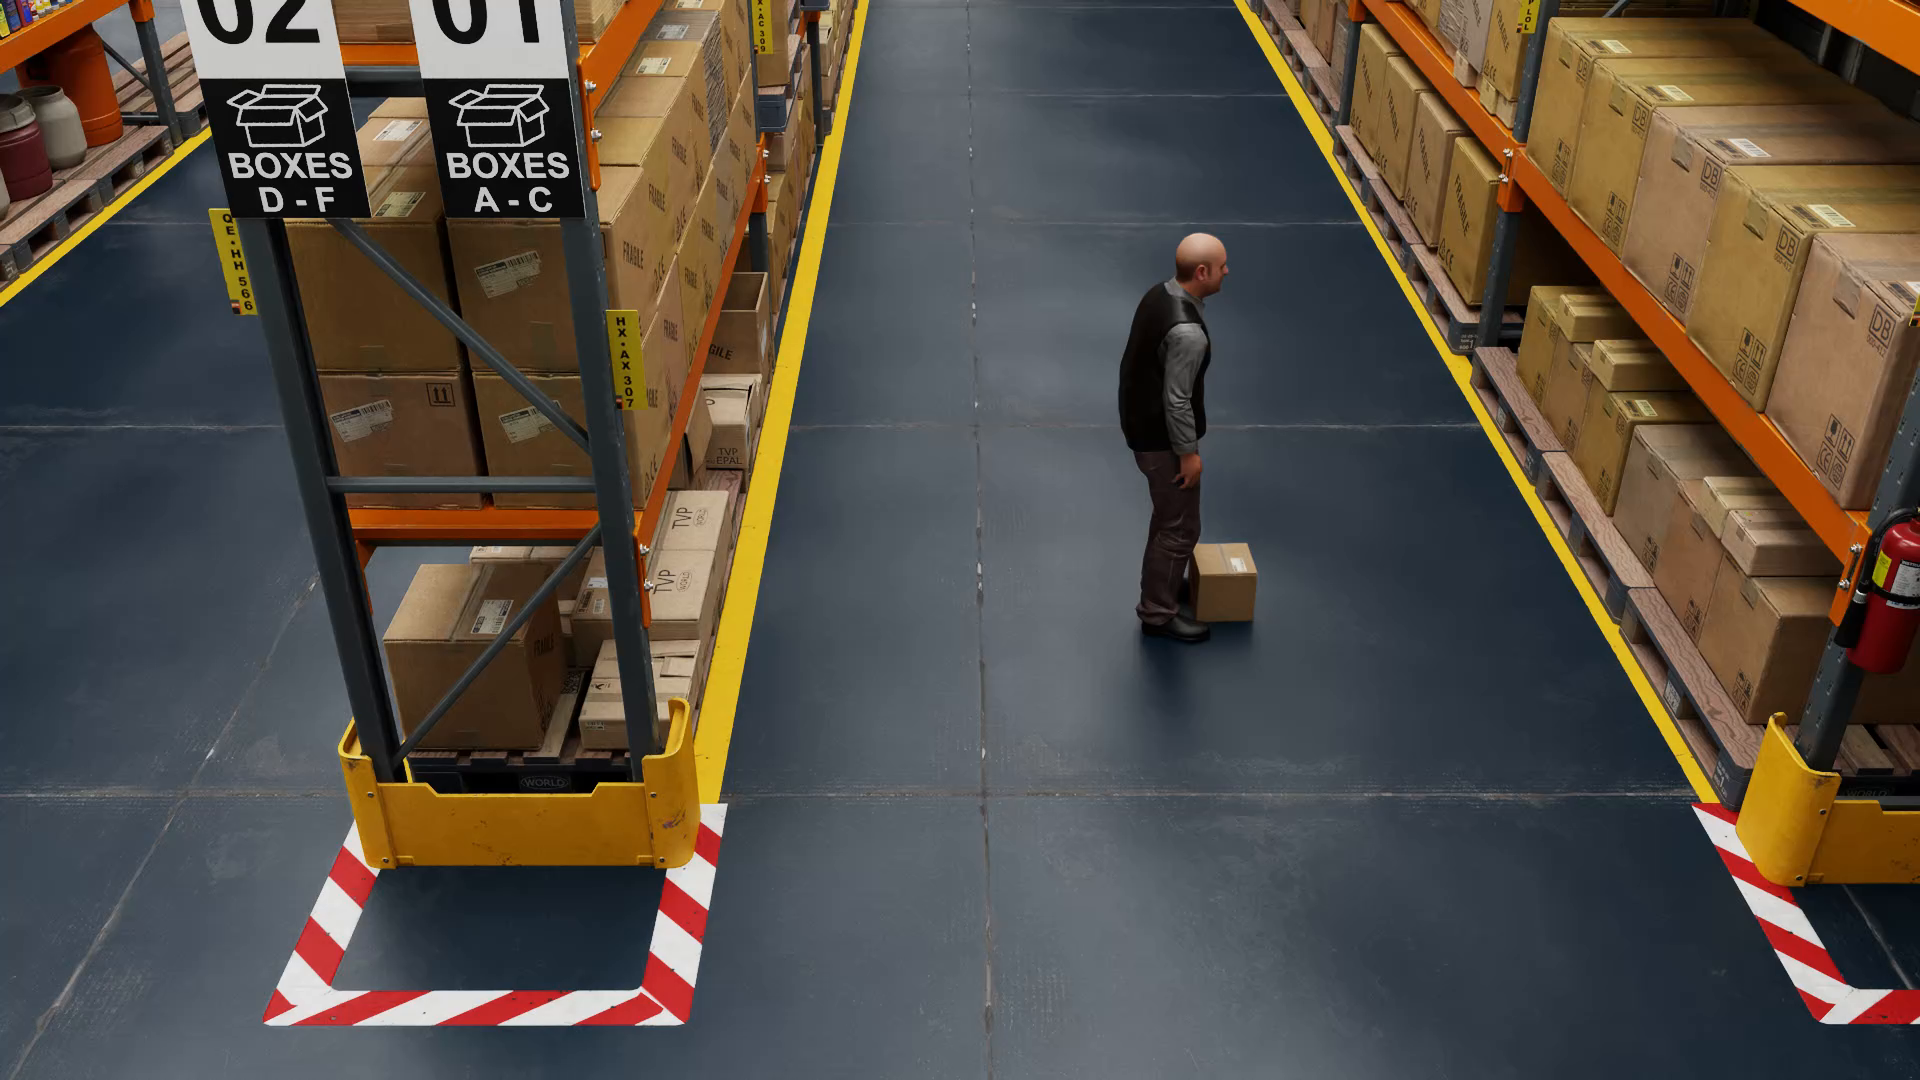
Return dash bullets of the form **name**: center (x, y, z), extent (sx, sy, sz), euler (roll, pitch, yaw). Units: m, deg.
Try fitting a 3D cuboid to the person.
- **person**: center (0.885, -0.438, 6.878), extent (0.475, 1.719, 0.581), euler (-2, 31, -3)
